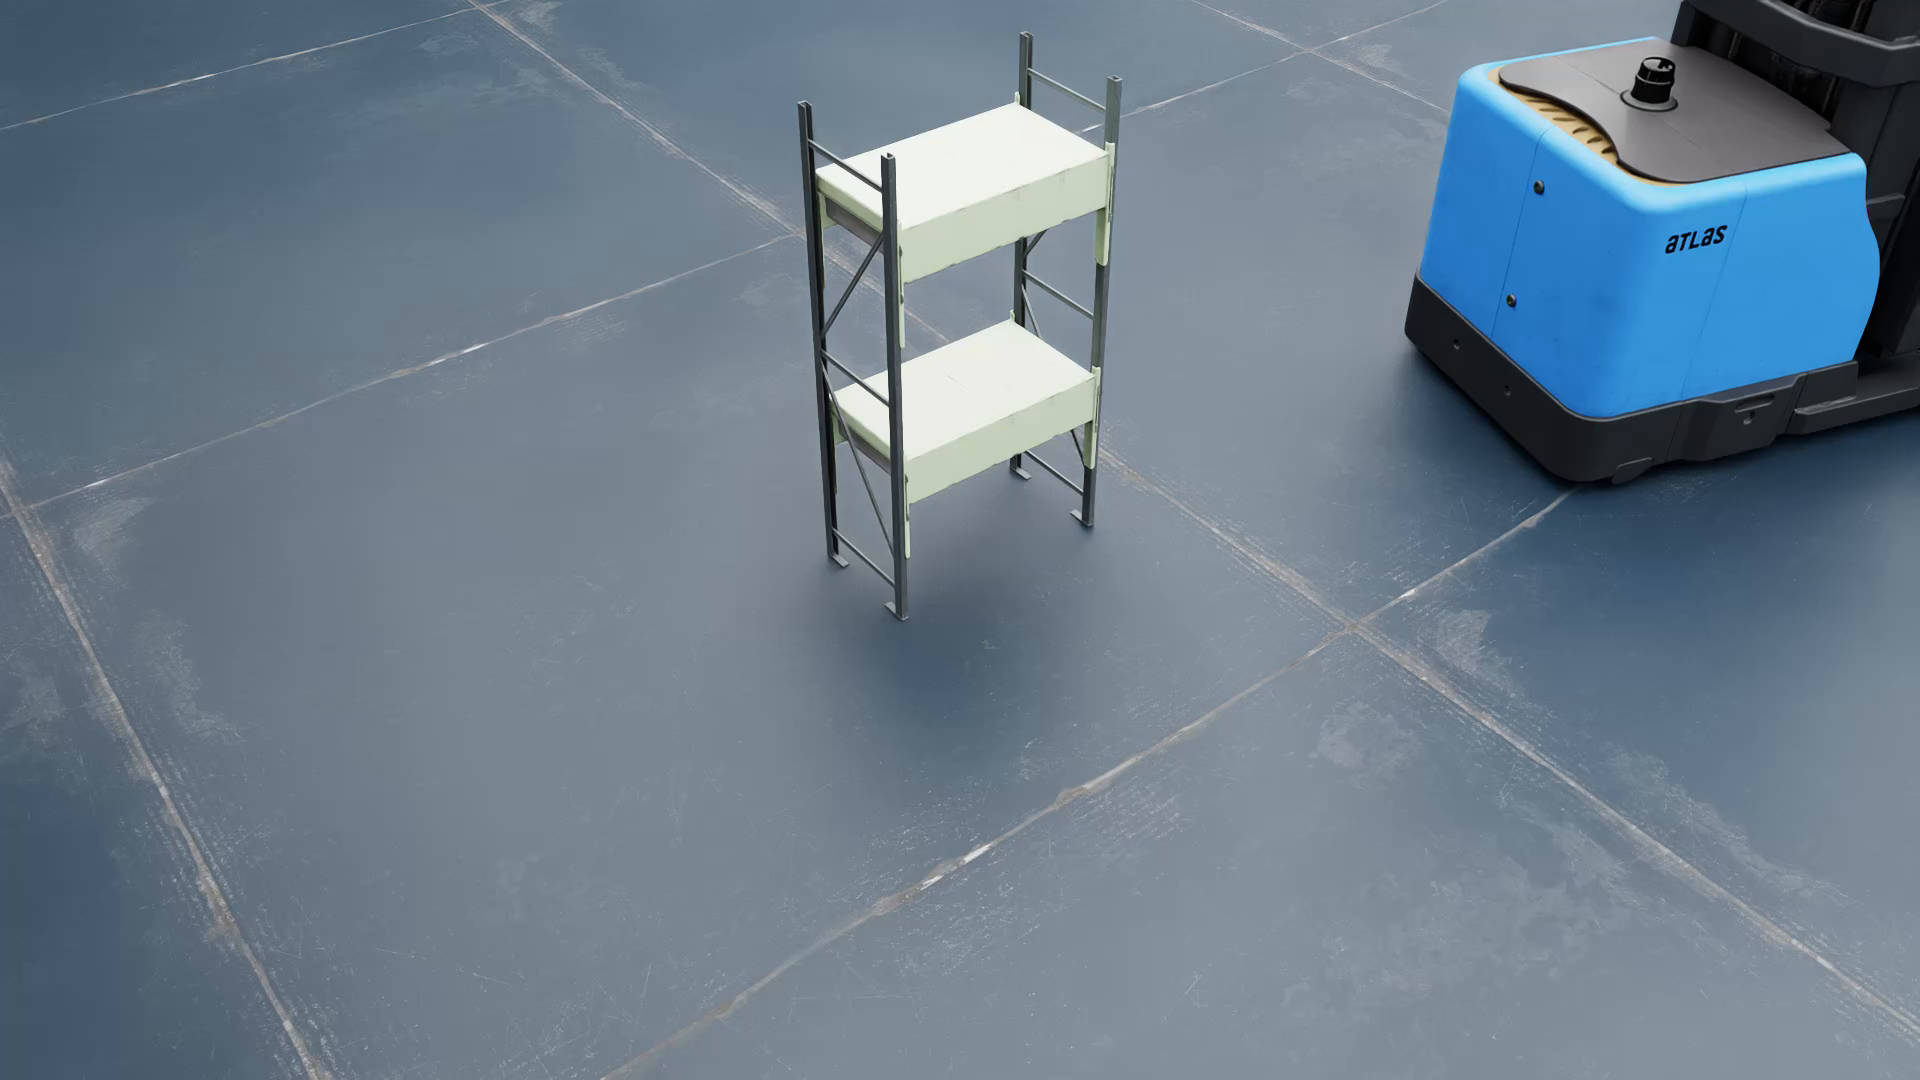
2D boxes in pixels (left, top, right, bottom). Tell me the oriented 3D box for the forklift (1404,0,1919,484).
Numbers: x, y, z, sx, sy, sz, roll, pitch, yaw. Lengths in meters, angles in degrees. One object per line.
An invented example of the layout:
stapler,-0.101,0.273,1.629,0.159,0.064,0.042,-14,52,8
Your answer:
forklift,3.191,-1.887,5.239,3.031,2.935,1.130,-13,41,-15

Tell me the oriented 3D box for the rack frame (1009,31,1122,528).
rack frame,0.295,-0.724,4.950,0.023,1.500,0.400,-26,46,-28

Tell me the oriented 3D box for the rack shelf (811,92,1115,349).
rack shelf,0.005,-0.884,4.530,0.720,0.370,0.431,-26,46,-28

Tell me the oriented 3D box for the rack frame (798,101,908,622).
rack frame,-0.285,-0.441,4.605,0.023,1.500,0.400,-26,46,-28

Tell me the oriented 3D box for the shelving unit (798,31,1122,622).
shelving unit,0.005,-0.582,4.777,0.755,1.500,0.431,-26,46,-28

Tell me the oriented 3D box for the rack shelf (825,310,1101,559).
rack shelf,0.005,-0.330,4.984,0.720,0.370,0.431,-26,46,-28
